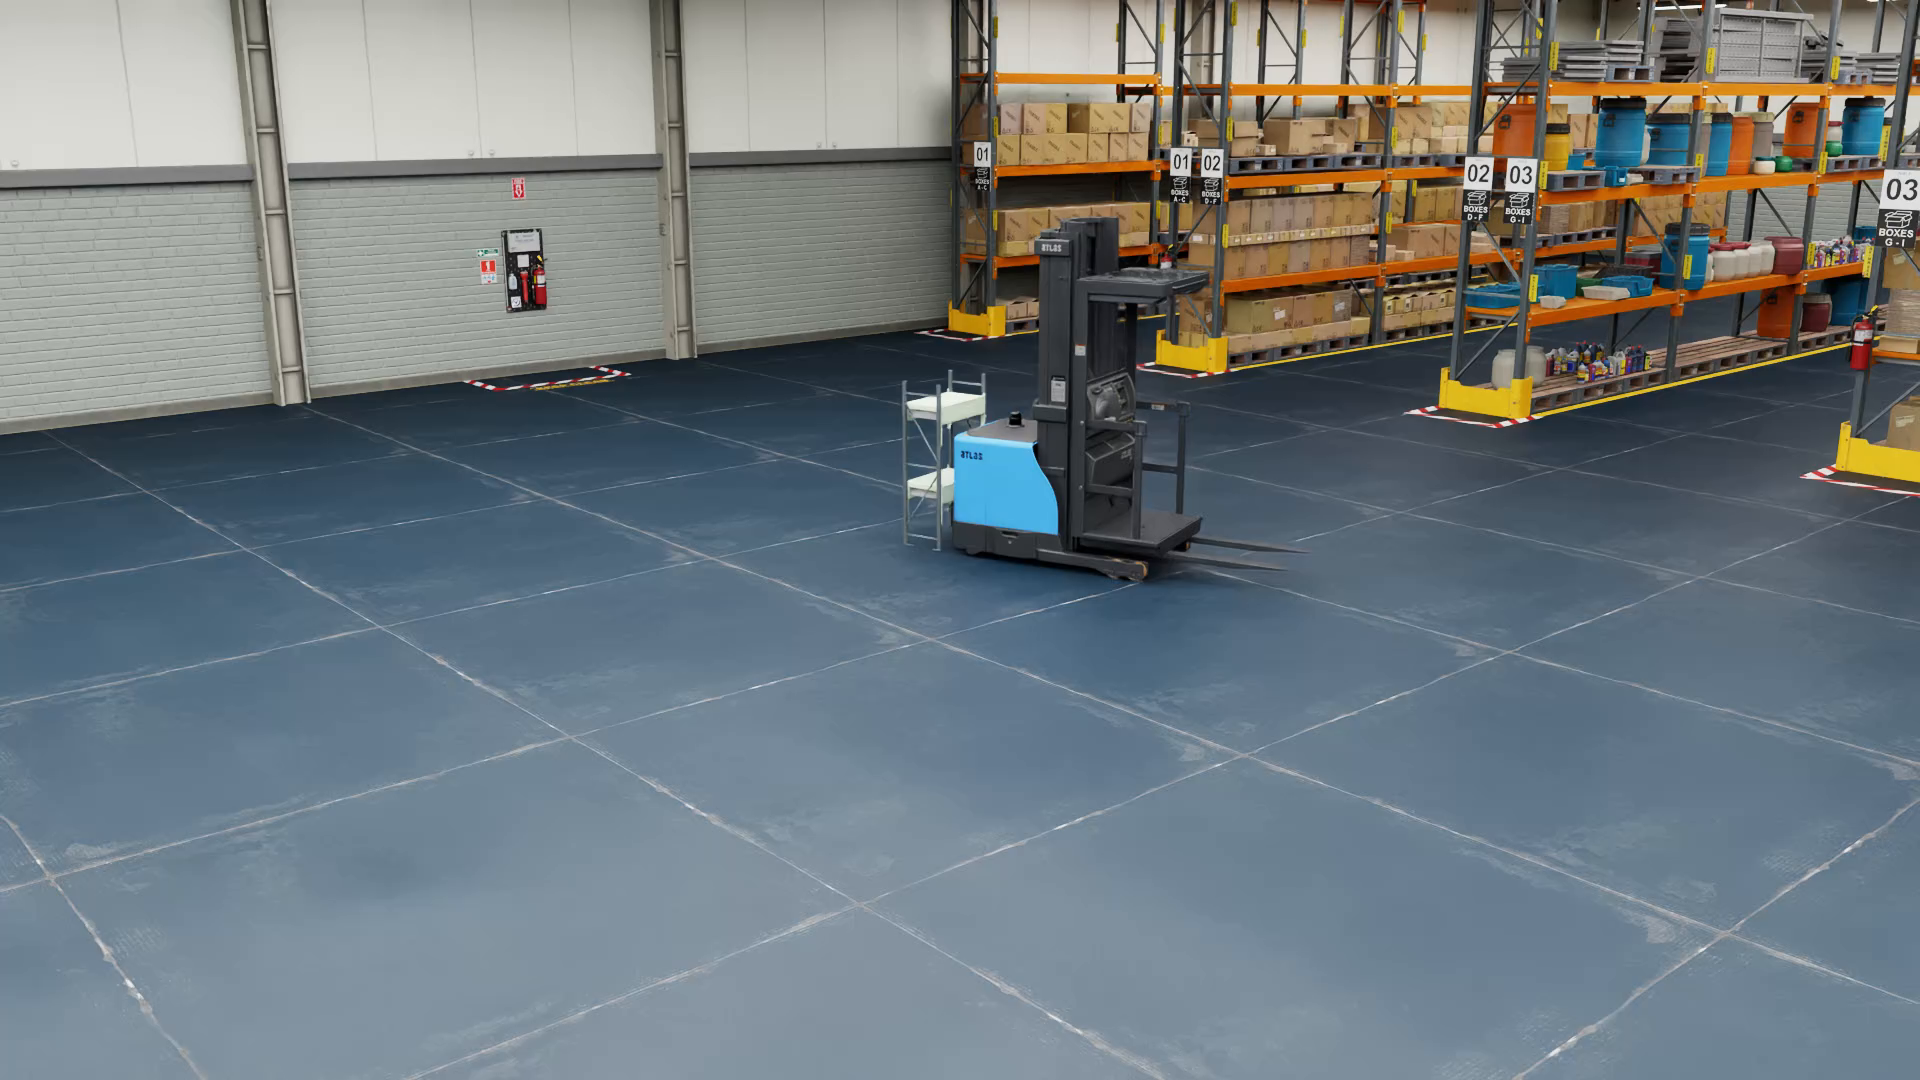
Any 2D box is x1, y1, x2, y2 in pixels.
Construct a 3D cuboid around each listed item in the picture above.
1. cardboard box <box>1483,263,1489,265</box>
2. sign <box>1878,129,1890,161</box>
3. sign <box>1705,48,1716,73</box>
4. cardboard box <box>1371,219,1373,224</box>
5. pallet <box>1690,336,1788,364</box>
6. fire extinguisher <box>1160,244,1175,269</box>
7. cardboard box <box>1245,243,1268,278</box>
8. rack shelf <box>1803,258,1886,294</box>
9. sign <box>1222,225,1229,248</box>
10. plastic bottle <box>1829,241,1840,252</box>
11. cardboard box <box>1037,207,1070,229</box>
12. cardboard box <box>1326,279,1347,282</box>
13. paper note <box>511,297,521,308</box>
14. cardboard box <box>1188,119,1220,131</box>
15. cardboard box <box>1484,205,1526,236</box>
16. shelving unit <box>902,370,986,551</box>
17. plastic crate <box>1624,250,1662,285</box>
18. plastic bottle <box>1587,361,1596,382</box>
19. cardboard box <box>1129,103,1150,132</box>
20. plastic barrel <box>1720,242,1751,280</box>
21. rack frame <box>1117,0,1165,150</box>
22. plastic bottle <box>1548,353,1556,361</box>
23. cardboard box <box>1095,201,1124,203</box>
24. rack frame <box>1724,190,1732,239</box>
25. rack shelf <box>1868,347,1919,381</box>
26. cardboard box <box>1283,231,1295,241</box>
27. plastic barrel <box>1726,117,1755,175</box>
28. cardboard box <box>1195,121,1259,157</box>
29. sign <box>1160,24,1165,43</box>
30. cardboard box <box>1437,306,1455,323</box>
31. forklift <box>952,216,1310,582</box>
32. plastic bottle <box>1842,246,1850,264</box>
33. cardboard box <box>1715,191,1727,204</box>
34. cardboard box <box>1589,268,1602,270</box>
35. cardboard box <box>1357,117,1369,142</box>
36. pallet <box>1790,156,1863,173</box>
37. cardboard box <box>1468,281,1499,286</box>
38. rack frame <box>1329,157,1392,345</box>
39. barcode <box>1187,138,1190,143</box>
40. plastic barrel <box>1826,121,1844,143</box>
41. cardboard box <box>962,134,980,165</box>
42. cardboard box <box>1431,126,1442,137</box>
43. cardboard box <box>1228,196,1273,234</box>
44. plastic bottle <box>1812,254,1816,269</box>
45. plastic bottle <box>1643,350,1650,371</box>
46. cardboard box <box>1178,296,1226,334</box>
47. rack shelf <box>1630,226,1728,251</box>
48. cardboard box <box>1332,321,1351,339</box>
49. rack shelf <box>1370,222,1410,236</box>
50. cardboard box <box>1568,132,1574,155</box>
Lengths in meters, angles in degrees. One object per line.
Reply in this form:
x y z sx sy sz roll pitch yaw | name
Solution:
11.836 -6.585 38.122 0.500 0.500 0.700 -13 19 -39 | cardboard box
9.634 -4.113 17.309 0.005 0.325 0.100 -13 19 -39 | sign
10.102 -6.455 22.384 0.005 0.325 0.100 -13 19 -39 | sign
8.424 -6.659 34.817 0.250 0.149 0.380 -13 19 -39 | cardboard box
12.157 -2.973 25.973 1.213 0.211 1.003 -13 19 -39 | pallet
3.089 -4.087 24.889 0.183 0.674 0.296 -13 19 -39 | fire extinguisher
4.237 -4.269 25.225 0.500 0.500 0.700 -12 19 -38 | cardboard box
14.276 -4.436 27.437 4.000 0.370 1.077 -13 19 -39 | rack shelf
3.843 -4.402 24.085 0.005 0.325 0.100 -13 19 -39 | sign
14.274 -4.699 27.125 0.185 0.351 0.144 -13 19 -39 | plastic bottle
1.560 -5.508 28.856 0.500 0.500 0.500 -13 20 -41 | cardboard box
7.570 -5.784 34.442 0.750 0.750 0.750 -13 20 -40 | cardboard box
-6.405 -3.435 24.004 0.142 0.148 0.016 -13 19 -39 | paper note
4.642 -7.682 31.376 0.500 0.500 0.500 -14 20 -41 | cardboard box
9.920 -5.789 30.103 0.700 0.500 0.500 8 17 28 | cardboard box
-0.137 -0.733 15.089 0.431 1.500 0.755 10 18 32 | shelving unit
9.914 -3.939 24.061 0.583 0.464 0.402 -13 19 -39 | plastic crate
8.487 -2.271 22.349 0.133 0.283 0.061 -12 19 -38 | plastic bottle
3.046 -7.548 29.713 0.500 0.500 0.500 14 20 42 | cardboard box
11.495 -4.149 24.708 0.433 0.535 0.433 0 15 0 | plastic barrel
3.246 -8.594 29.986 0.127 3.000 1.000 -13 19 -39 | rack frame
8.143 -2.443 23.009 0.135 0.276 0.152 -13 20 -41 | plastic bottle
2.755 -5.956 30.534 0.500 0.500 0.500 -13 20 -41 | cardboard box
15.553 -6.765 34.762 0.127 3.000 1.000 -13 19 -39 | rack frame
11.492 -2.116 18.754 4.000 0.370 1.077 -13 19 -39 | rack shelf
4.891 -4.659 25.429 0.250 0.149 0.380 -13 20 -40 | cardboard box
11.512 -5.893 24.856 0.708 0.830 0.600 -13 19 -39 | plastic barrel
3.920 -5.920 24.504 0.637 0.503 0.797 -11 18 -36 | cardboard box
3.589 -8.975 29.448 0.005 0.325 0.100 -13 19 -39 | sign
8.128 -3.887 28.503 0.500 0.250 0.500 -12 19 -38 | cardboard box
1.475 -1.222 14.145 3.031 2.935 1.130 8 17 27 | forklift
14.352 -4.630 27.011 0.135 0.276 0.152 -13 19 -39 | plastic bottle
15.398 -7.167 34.138 0.500 0.500 0.500 -13 20 -40 | cardboard box
12.352 -4.952 31.969 0.500 0.500 0.500 -13 20 -40 | cardboard box
8.168 -8.526 34.498 0.500 0.500 0.700 -13 20 -40 | cardboard box
13.408 -5.913 26.127 1.213 0.211 1.003 -13 19 -39 | pallet
9.285 -4.418 29.405 0.500 0.311 0.500 -12 19 -38 | cardboard box
6.501 -4.732 27.152 0.127 3.000 1.000 -13 19 -39 | rack frame
3.394 -5.929 24.696 0.075 0.075 0.001 -13 19 -39 | barcode
14.006 -6.492 26.851 0.433 0.535 0.433 0 15 0 | plastic barrel
0.377 -6.645 28.270 0.500 0.500 0.500 -11 18 -35 | cardboard box
9.976 -8.744 35.645 0.500 0.250 0.500 -13 20 -40 | cardboard box
4.277 -4.905 25.093 0.500 0.500 0.700 -13 20 -41 | cardboard box
13.411 -4.407 26.185 0.097 0.271 0.097 0 15 0 | plastic bottle
9.603 -2.521 23.288 0.133 0.283 0.061 -11 19 -37 | plastic bottle
3.693 -3.440 25.376 0.500 0.500 0.500 -13 19 -39 | cardboard box
14.045 -6.078 33.587 4.000 0.370 1.077 -13 19 -39 | rack shelf
5.911 -3.402 26.689 0.500 0.250 0.500 -13 19 -39 | cardboard box
7.773 -6.364 34.658 4.000 0.370 1.077 -13 19 -39 | rack shelf
10.602 -7.162 30.243 0.500 0.500 0.910 -13 19 -39 | cardboard box
